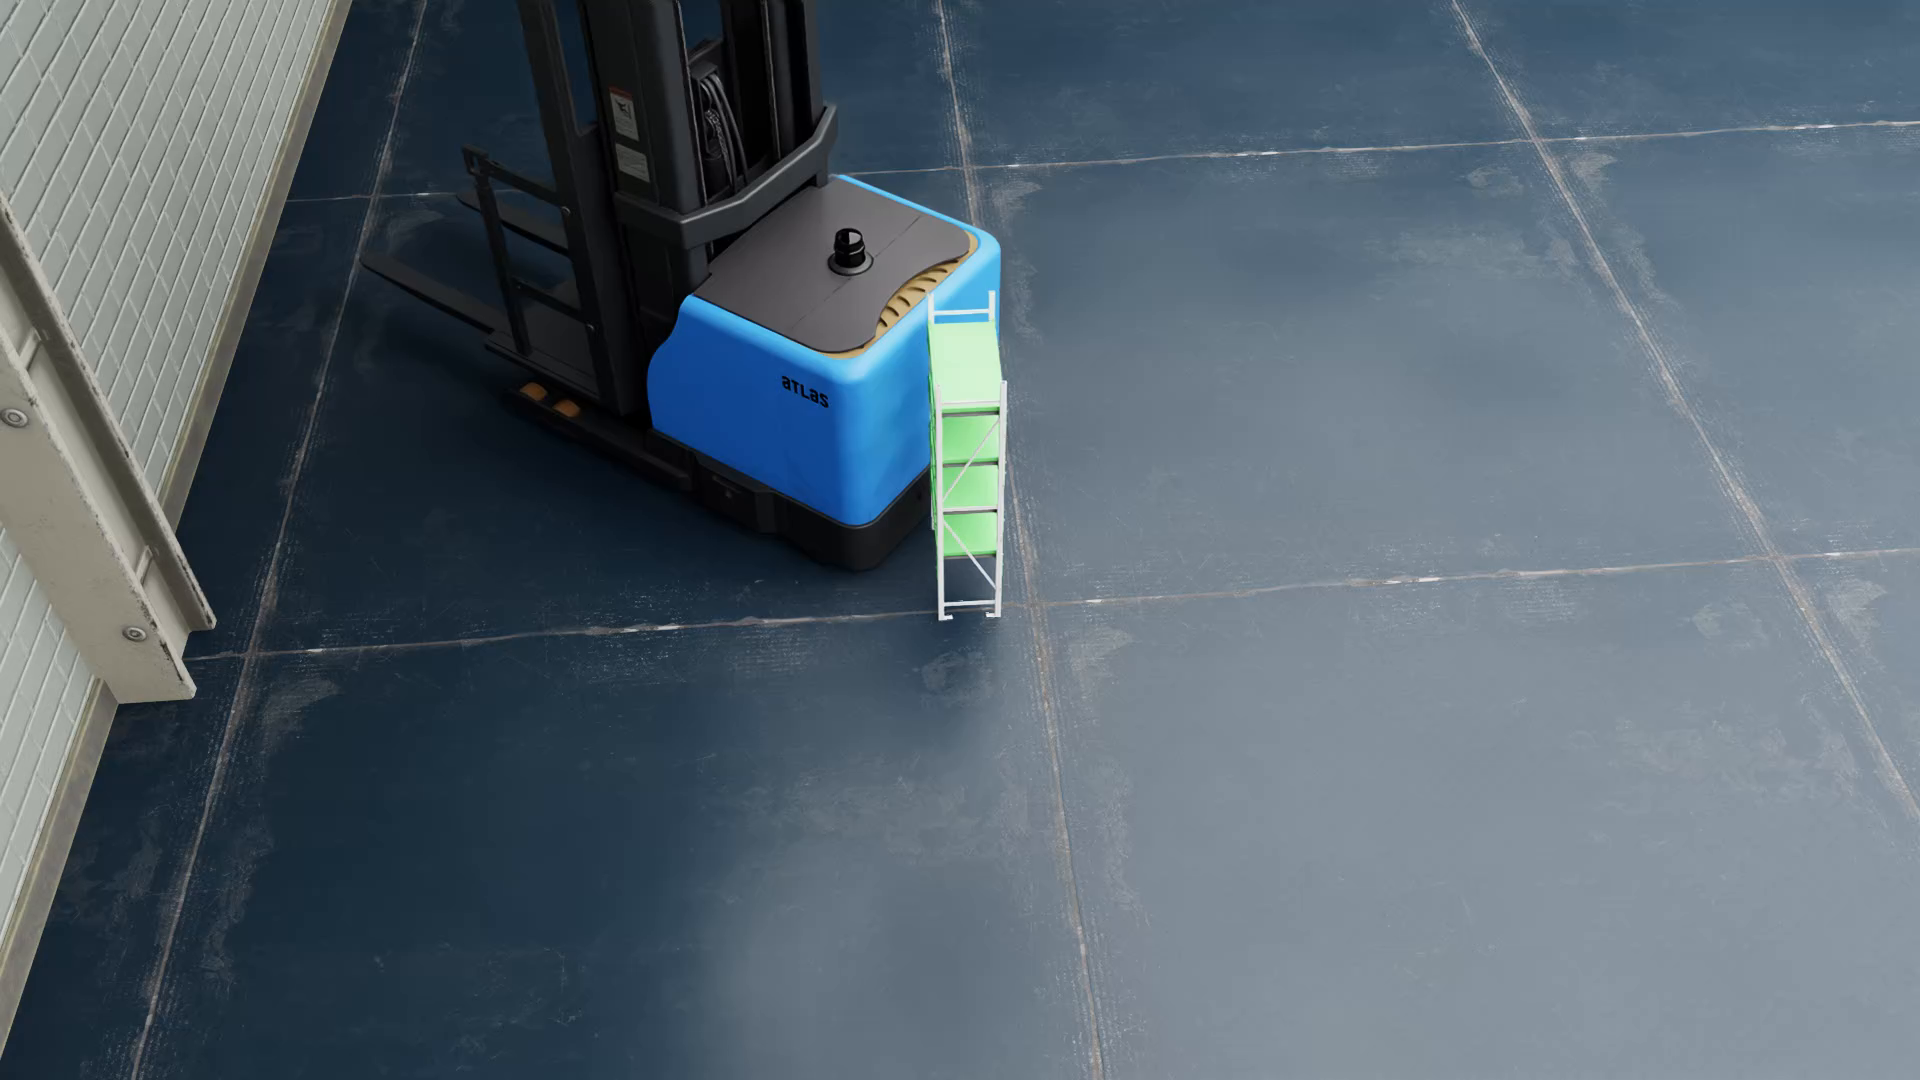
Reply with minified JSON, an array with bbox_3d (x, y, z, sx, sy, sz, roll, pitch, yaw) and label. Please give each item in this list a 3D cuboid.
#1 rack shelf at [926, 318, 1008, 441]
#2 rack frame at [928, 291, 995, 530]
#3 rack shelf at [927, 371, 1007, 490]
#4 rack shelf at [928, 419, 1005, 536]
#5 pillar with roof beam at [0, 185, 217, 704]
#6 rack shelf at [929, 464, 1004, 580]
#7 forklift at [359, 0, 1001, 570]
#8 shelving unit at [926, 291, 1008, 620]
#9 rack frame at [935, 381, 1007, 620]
[{"bbox_3d":[0.021,-0.575,5.895,0.258,0.148,0.480,-3,47,-3],"label":"rack shelf"},{"bbox_3d":[0.005,-0.465,6.364,0.240,1.200,0.015,-3,47,-3],"label":"rack frame"},{"bbox_3d":[0.021,-0.410,6.069,0.258,0.148,0.480,-3,47,-3],"label":"rack shelf"},{"bbox_3d":[0.021,-0.245,6.243,0.258,0.148,0.480,-3,47,-3],"label":"rack shelf"},{"bbox_3d":[1.265,-2.900,3.298,9.100,9.000,0.400,-3,47,-3],"label":"pillar with roof beam"},{"bbox_3d":[0.021,-0.080,6.418,0.258,0.148,0.480,-3,47,-3],"label":"rack shelf"},{"bbox_3d":[-1.336,-1.739,6.379,3.031,2.935,1.130,26,52,23],"label":"forklift"},{"bbox_3d":[0.021,-0.289,6.197,0.258,1.200,0.503,-3,47,-3],"label":"shelving unit"},{"bbox_3d":[0.037,-0.112,6.030,0.240,1.200,0.015,-3,47,-3],"label":"rack frame"}]
